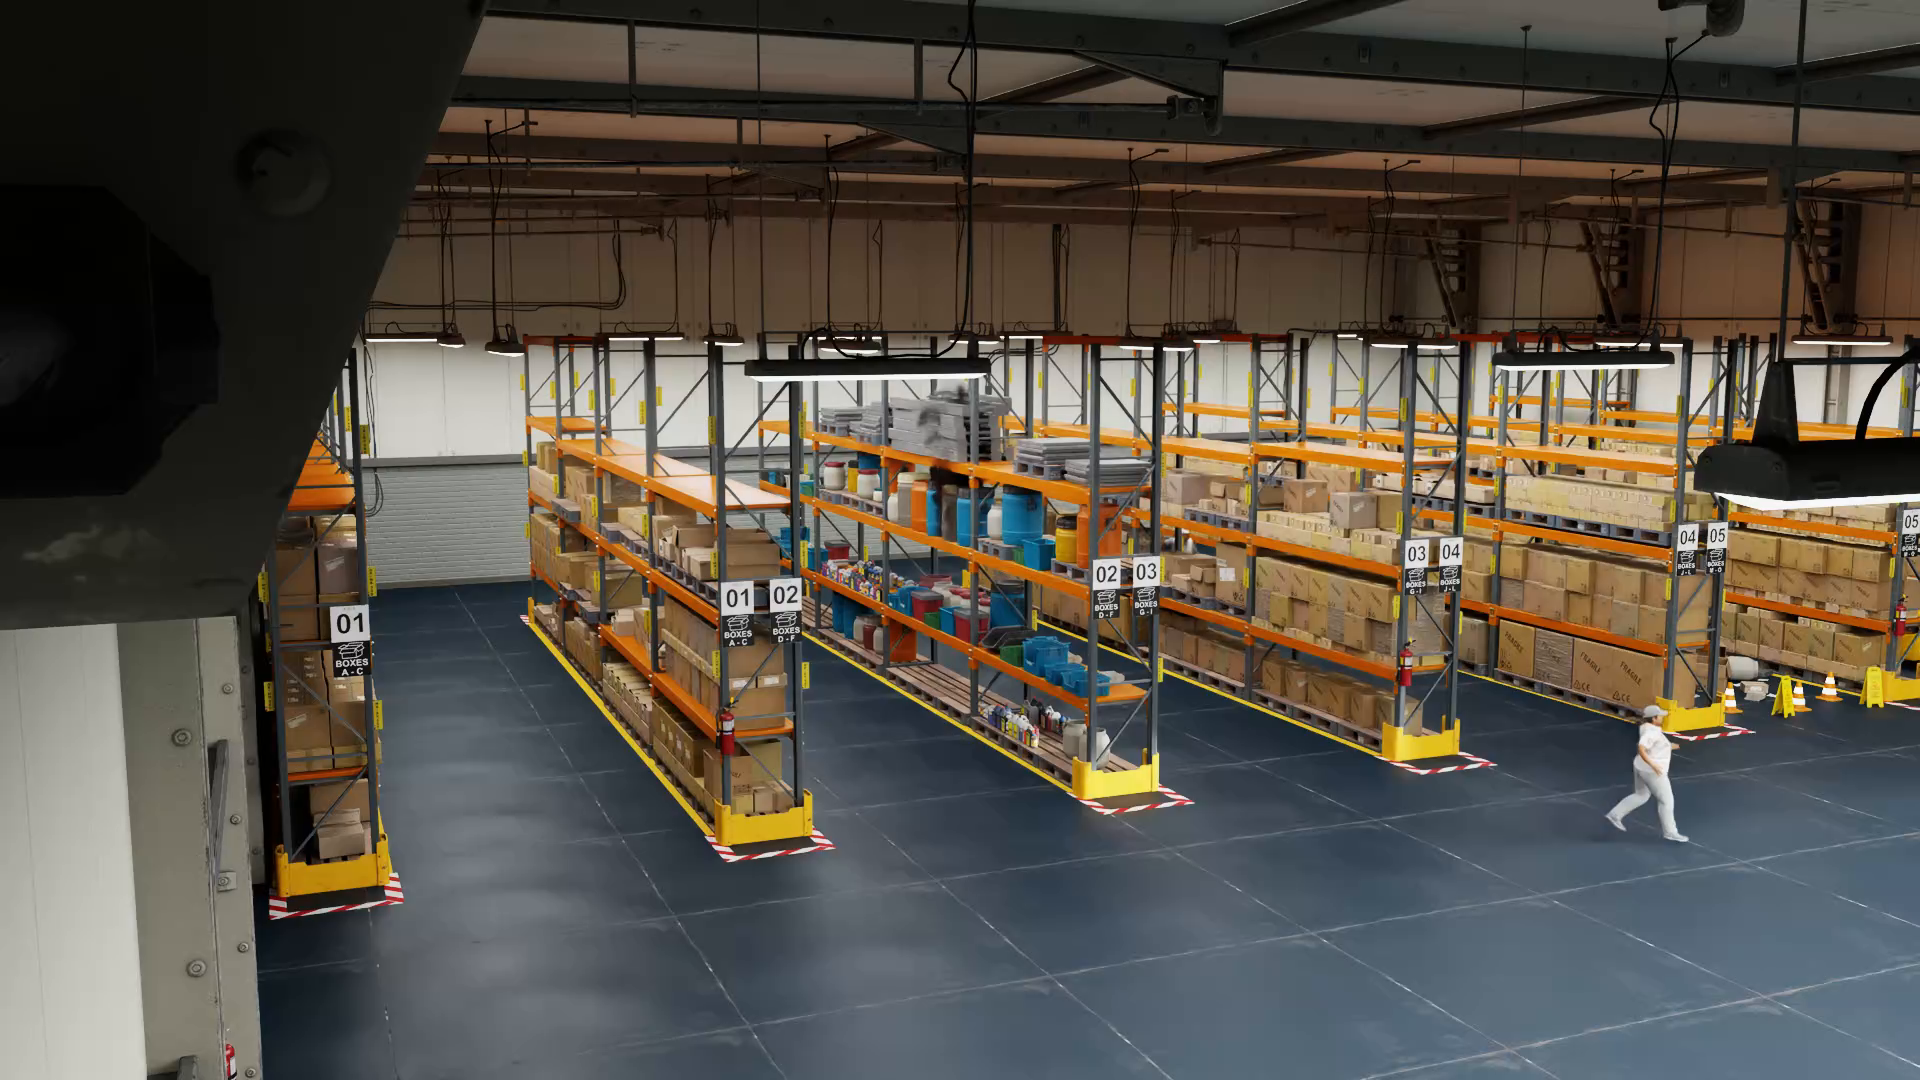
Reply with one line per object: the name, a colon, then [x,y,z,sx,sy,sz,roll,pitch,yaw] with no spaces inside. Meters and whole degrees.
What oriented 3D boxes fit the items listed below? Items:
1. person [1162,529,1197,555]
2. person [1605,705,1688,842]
person: [4.884,0.554,36.950,0.665,1.696,0.879,-4,9,-30]
person: [8.378,2.815,20.186,0.943,1.653,0.605,1,8,5]
